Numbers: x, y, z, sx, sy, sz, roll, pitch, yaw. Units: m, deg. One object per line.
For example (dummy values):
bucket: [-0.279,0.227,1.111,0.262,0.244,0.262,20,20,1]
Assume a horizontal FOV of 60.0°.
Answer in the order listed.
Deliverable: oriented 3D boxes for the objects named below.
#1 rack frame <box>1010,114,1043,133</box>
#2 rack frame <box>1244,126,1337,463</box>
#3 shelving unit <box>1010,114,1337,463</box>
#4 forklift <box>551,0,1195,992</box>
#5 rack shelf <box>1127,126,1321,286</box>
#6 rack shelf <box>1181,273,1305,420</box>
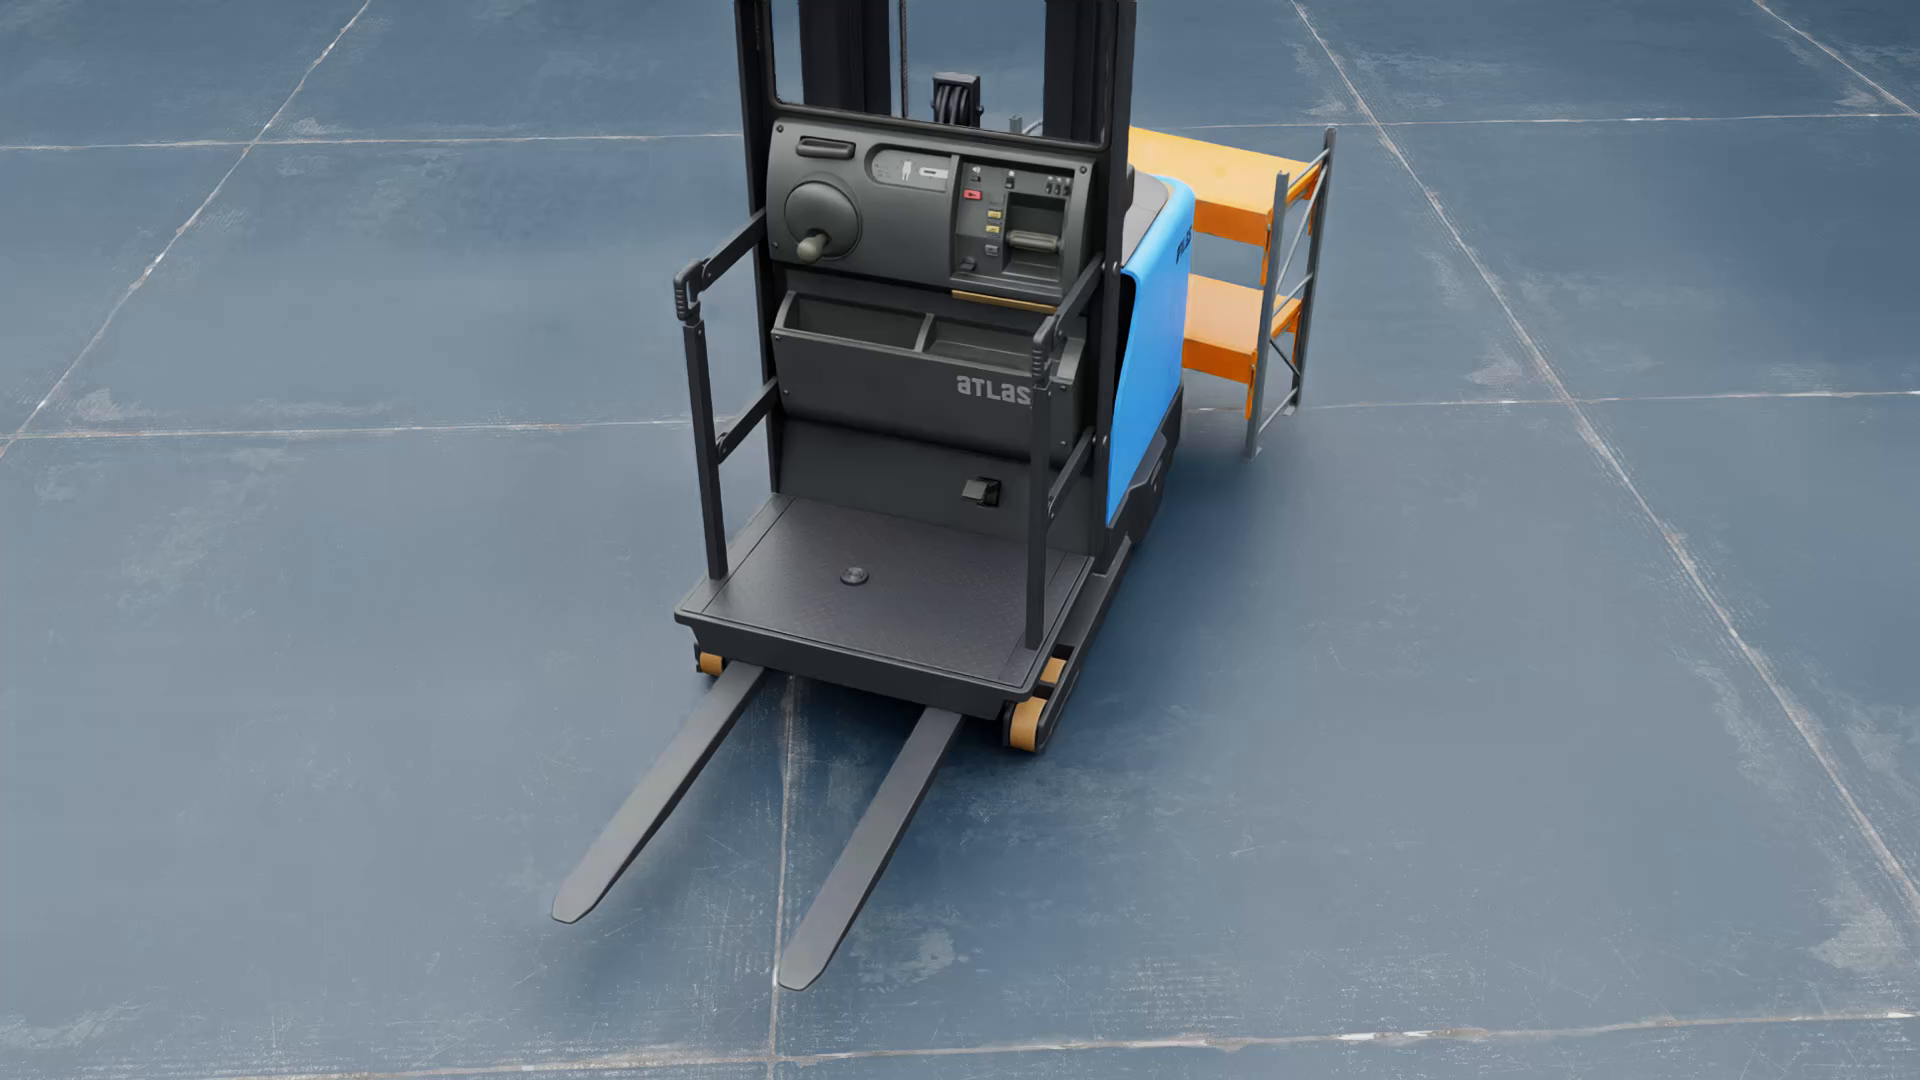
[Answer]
rack frame: [0.319,-1.171,6.453,0.032,1.125,0.500,19,39,25]
rack frame: [1.194,-0.876,6.027,0.032,1.125,0.500,19,39,25]
shelving unit: [0.757,-1.024,6.240,1.048,1.125,0.538,19,39,25]
forklift: [-0.167,-0.852,4.406,1.130,2.935,3.031,12,36,16]
rack shelf: [0.757,-1.265,6.074,1.000,0.278,0.538,19,39,25]
rack shelf: [0.757,-0.823,6.379,1.000,0.278,0.538,19,39,25]
